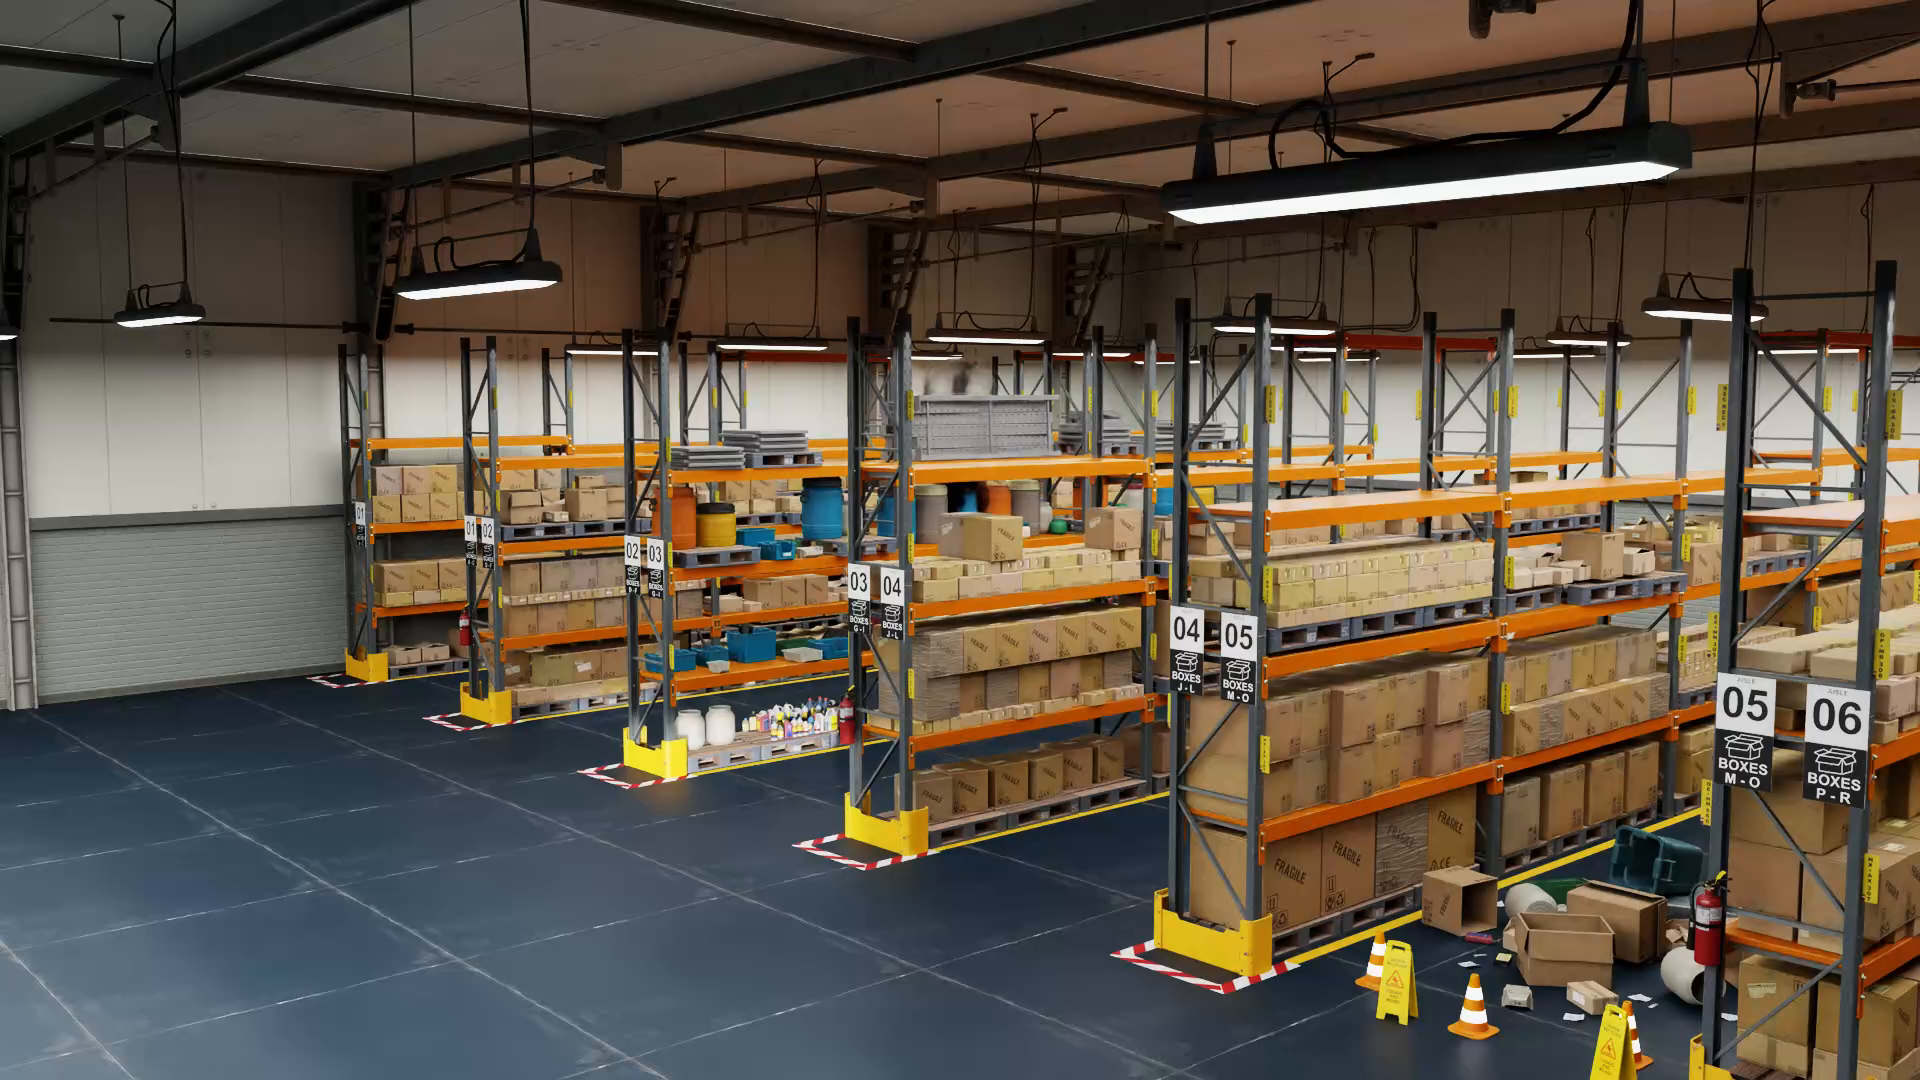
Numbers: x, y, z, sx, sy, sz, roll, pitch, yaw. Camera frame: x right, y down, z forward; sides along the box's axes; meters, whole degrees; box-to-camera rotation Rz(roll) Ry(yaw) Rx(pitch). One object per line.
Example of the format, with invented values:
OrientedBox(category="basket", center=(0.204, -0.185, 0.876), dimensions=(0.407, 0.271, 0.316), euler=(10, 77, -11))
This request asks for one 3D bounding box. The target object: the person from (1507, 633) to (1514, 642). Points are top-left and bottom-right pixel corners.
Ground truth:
OrientedBox(category="person", center=(8.284, 2.129, 24.790), dimensions=(0.743, 1.710, 1.057), euler=(4, 7, 38))

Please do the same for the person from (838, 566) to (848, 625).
OrientedBox(category="person", center=(-2.352, 1.294, 34.033), dimensions=(0.538, 1.659, 0.604), euler=(-4, 7, -41))
